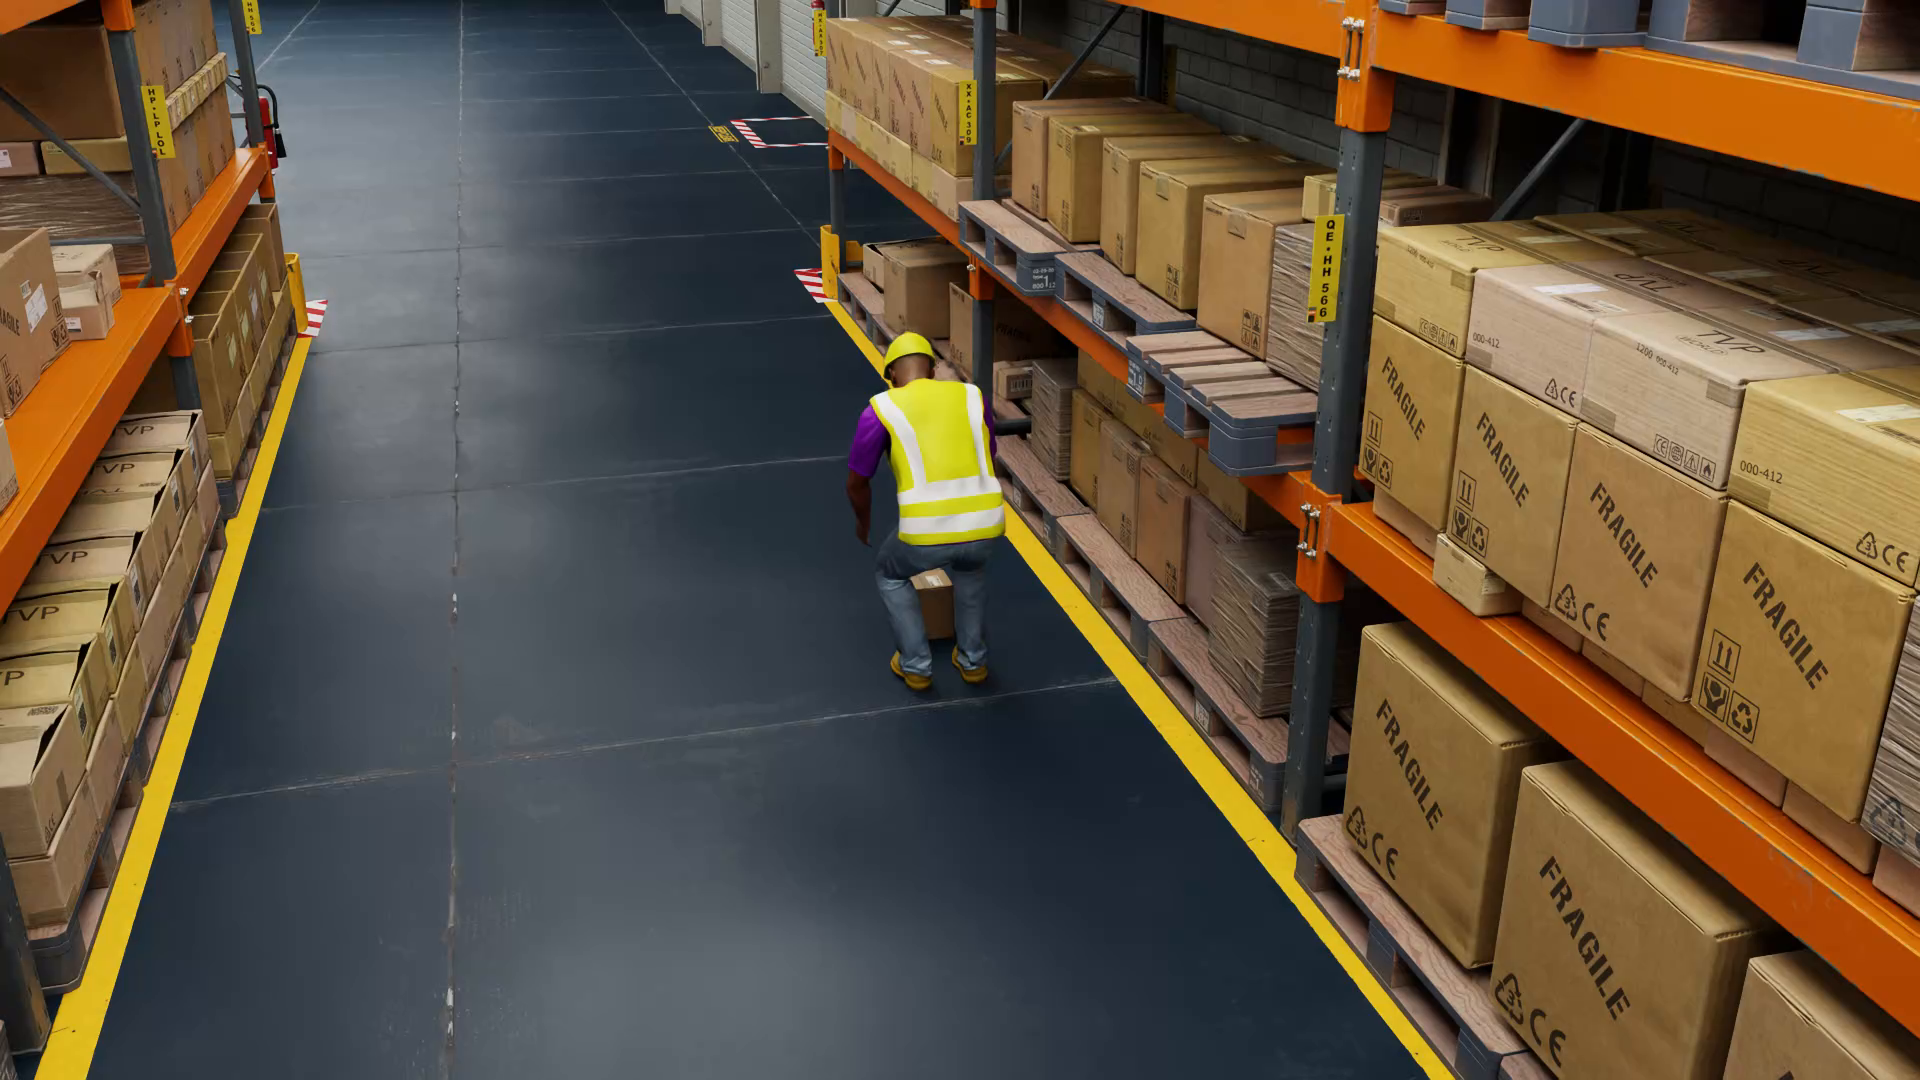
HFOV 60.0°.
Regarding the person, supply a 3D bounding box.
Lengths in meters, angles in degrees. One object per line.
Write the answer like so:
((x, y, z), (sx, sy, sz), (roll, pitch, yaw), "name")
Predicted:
((-0.145, 0.073, 6.893), (0.585, 0.995, 0.890), (-6, 24, -15), "person")
